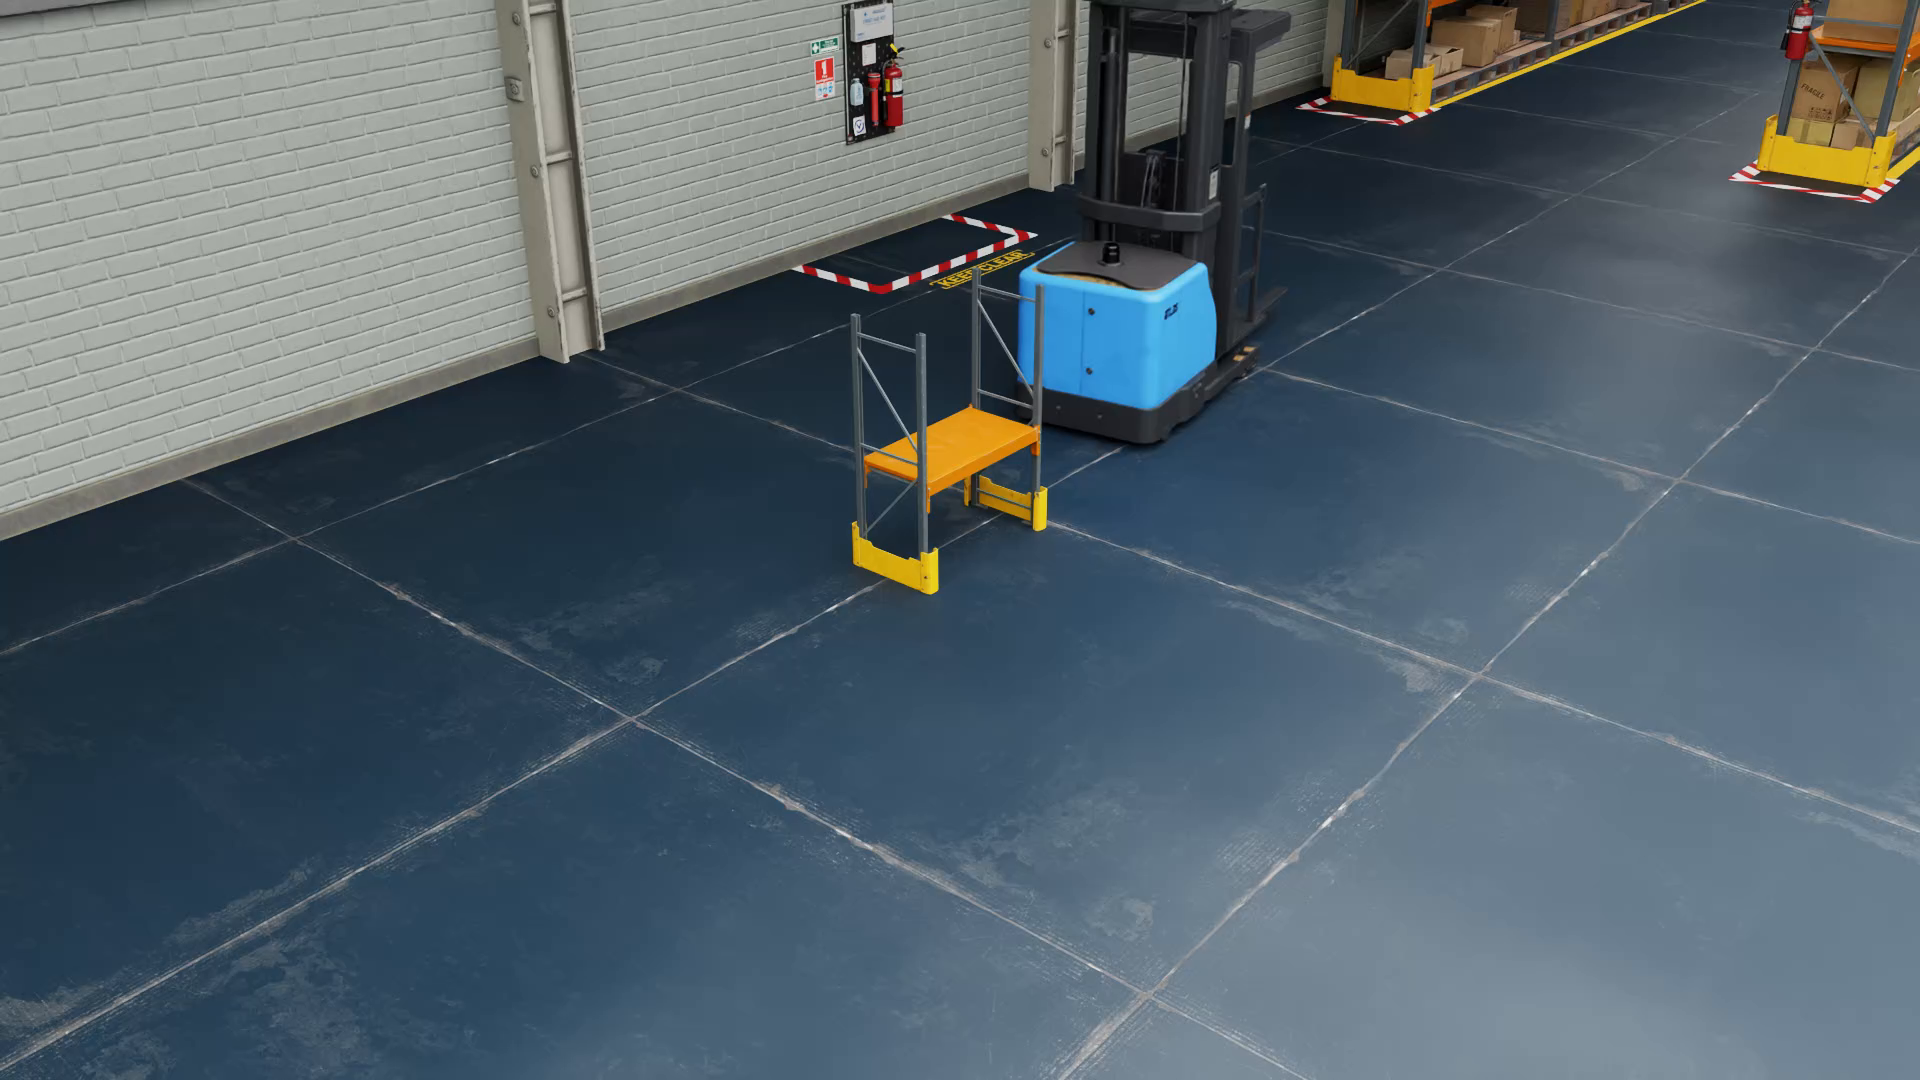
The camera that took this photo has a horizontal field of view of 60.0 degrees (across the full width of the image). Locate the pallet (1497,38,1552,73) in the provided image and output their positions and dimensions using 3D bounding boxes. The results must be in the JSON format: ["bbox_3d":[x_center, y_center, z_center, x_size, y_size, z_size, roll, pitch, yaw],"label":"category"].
[{"bbox_3d":[7.084,-6.434,21.957,1.003,0.211,1.213,21,34,34],"label":"pallet"}]

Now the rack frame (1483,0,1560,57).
[{"bbox_3d":[7.484,-7.921,21.797,1.000,3.000,0.127,21,34,34],"label":"rack frame"}]

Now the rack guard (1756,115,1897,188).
[{"bbox_3d":[8.750,-3.938,16.817,1.175,0.500,0.348,21,34,34],"label":"rack guard"}]

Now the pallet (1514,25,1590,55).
[{"bbox_3d":[7.978,-6.959,22.972,1.003,0.211,1.213,21,34,34],"label":"pallet"}]

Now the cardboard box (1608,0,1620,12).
[{"bbox_3d":[9.193,-8.005,24.201,0.700,0.500,0.500,21,34,34],"label":"cardboard box"}]

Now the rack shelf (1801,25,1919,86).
[{"bbox_3d":[10.037,-5.446,17.795,1.077,0.370,4.000,21,34,34],"label":"rack shelf"}]

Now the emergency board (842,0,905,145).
[{"bbox_3d":[-0.700,-4.011,14.240,0.194,1.169,0.643,21,34,34],"label":"emergency board"}]

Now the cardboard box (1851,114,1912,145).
[{"bbox_3d":[9.593,-4.325,17.381,0.500,0.250,0.500,21,34,34],"label":"cardboard box"}]

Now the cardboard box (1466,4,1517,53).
[{"bbox_3d":[6.855,-6.626,21.536,0.500,0.500,0.500,18,32,31],"label":"cardboard box"}]

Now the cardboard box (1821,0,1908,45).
[{"bbox_3d":[9.072,-5.262,16.549,0.700,0.500,0.500,21,34,34],"label":"cardboard box"}]

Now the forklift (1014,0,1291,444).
[{"bbox_3d":[1.540,-2.567,11.523,1.130,2.935,3.031,15,31,26],"label":"forklift"}]

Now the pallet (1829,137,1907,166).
[{"bbox_3d":[9.219,-4.101,17.448,1.003,0.211,1.213,21,34,34],"label":"pallet"}]

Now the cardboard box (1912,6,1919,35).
[{"bbox_3d":[9.402,-5.450,16.912,0.700,0.500,0.500,22,34,36],"label":"cardboard box"}]

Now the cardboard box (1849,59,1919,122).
[{"bbox_3d":[9.594,-4.658,17.208,0.500,0.500,0.500,21,34,34],"label":"cardboard box"}]

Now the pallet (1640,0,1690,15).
[{"bbox_3d":[10.588,-8.358,25.677,1.003,0.211,1.213,21,34,34],"label":"pallet"}]

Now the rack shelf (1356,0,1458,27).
[{"bbox_3d":[6.212,-6.892,20.591,1.077,0.370,4.000,21,34,34],"label":"rack shelf"}]

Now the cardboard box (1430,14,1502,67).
[{"bbox_3d":[6.317,-6.254,20.817,0.700,0.500,0.500,18,33,31],"label":"cardboard box"}]

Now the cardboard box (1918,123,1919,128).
[{"bbox_3d":[10.233,-4.678,18.064,0.500,0.250,0.500,21,34,34],"label":"cardboard box"}]

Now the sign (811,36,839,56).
[{"bbox_3d":[-1.121,-4.096,13.787,0.001,0.109,0.331,21,34,34],"label":"sign"}]

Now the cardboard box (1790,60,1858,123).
[{"bbox_3d":[8.876,-4.632,17.158,0.500,0.500,0.500,21,34,34],"label":"cardboard box"}]

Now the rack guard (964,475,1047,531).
[{"bbox_3d":[0.268,-0.261,9.982,0.587,0.250,0.087,21,34,34],"label":"rack guard"}]

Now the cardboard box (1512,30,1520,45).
[{"bbox_3d":[7.167,-6.659,21.963,0.380,0.166,0.250,16,31,28],"label":"cardboard box"}]

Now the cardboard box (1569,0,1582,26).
[{"bbox_3d":[8.230,-7.470,23.166,0.700,0.500,0.500,20,33,33],"label":"cardboard box"}]

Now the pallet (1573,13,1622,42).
[{"bbox_3d":[8.754,-7.393,23.812,1.003,0.211,1.213,21,34,34],"label":"pallet"}]

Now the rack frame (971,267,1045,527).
[{"bbox_3d":[0.269,-0.816,9.695,0.500,1.500,0.032,21,34,34],"label":"rack frame"}]

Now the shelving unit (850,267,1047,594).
[{"bbox_3d":[-0.048,-0.639,9.353,0.587,1.500,1.083,21,34,34],"label":"shelving unit"}]

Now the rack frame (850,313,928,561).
[{"bbox_3d":[-0.378,-0.456,8.999,0.500,1.500,0.032,21,34,34],"label":"rack frame"}]

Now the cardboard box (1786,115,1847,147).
[{"bbox_3d":[8.878,-4.298,17.329,0.500,0.250,0.500,21,34,34],"label":"cardboard box"}]

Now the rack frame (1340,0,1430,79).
[{"bbox_3d":[4.940,-6.503,19.055,1.000,3.000,0.127,21,34,34],"label":"rack frame"}]

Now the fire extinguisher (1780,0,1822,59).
[{"bbox_3d":[8.331,-5.116,16.459,0.296,0.674,0.183,21,34,34],"label":"fire extinguisher"}]

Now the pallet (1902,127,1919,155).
[{"bbox_3d":[9.995,-4.532,18.280,1.003,0.211,1.213,21,34,34],"label":"pallet"}]

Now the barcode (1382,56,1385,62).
[{"bbox_3d":[5.152,-5.850,20.232,0.001,0.075,0.075,21,34,34],"label":"barcode"}]

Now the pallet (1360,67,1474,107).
[{"bbox_3d":[5.532,-5.569,20.285,1.003,0.211,1.213,21,34,34],"label":"pallet"}]

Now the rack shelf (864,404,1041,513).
[{"bbox_3d":[-0.054,-0.476,9.430,0.538,0.185,1.000,21,34,34],"label":"rack shelf"}]

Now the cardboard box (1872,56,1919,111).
[{"bbox_3d":[9.902,-4.839,17.558,0.500,0.500,0.500,21,34,34],"label":"cardboard box"}]

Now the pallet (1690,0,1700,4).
[{"bbox_3d":[11.364,-8.789,26.509,1.003,0.211,1.213,21,34,34],"label":"pallet"}]

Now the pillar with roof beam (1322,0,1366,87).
[{"bbox_3d":[8.040,-8.410,16.213,9.100,9.000,0.400,21,34,34],"label":"pillar with roof beam"}]

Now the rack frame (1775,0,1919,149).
[{"bbox_3d":[8.765,-5.056,16.259,1.000,3.000,0.127,21,34,34],"label":"rack frame"}]

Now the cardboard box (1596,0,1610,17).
[{"bbox_3d":[8.899,-7.821,23.845,0.700,0.500,0.500,21,34,34],"label":"cardboard box"}]

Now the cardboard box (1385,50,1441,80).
[{"bbox_3d":[5.450,-5.723,19.995,0.500,0.311,0.500,17,32,29],"label":"cardboard box"}]

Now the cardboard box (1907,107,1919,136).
[{"bbox_3d":[9.911,-4.502,17.724,0.500,0.250,0.500,21,34,34],"label":"cardboard box"}]

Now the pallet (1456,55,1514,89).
[{"bbox_3d":[6.309,-5.999,21.117,1.003,0.211,1.213,21,34,34],"label":"pallet"}]

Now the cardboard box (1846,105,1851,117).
[{"bbox_3d":[9.187,-4.479,17.679,0.500,0.250,0.500,21,34,34],"label":"cardboard box"}]

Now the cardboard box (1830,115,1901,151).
[{"bbox_3d":[9.278,-4.147,17.036,0.500,0.250,0.500,21,34,34],"label":"cardboard box"}]

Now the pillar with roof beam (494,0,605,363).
[{"bbox_3d":[0.407,-4.155,7.989,9.100,9.000,0.400,21,34,34],"label":"pillar with roof beam"}]

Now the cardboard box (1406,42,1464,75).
[{"bbox_3d":[5.812,-5.925,20.386,0.500,0.311,0.500,24,36,38],"label":"cardboard box"}]

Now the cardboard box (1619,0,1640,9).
[{"bbox_3d":[9.611,-8.154,24.489,0.700,0.500,0.500,21,34,35],"label":"cardboard box"}]

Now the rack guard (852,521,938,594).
[{"bbox_3d":[-0.365,0.093,9.299,0.587,0.250,0.087,21,34,34],"label":"rack guard"}]

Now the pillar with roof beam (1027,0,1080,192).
[{"bbox_3d":[4.223,-6.283,12.101,9.100,9.000,0.400,21,34,34],"label":"pillar with roof beam"}]

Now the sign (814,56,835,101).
[{"bbox_3d":[-1.131,-3.861,13.911,0.001,0.329,0.234,21,34,34],"label":"sign"}]

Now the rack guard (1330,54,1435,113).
[{"bbox_3d":[4.988,-5.419,19.682,1.175,0.500,0.348,21,34,34],"label":"rack guard"}]

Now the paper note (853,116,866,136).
[{"bbox_3d":[-0.866,-3.578,14.360,0.016,0.148,0.142,21,34,34],"label":"paper note"}]

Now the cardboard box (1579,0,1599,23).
[{"bbox_3d":[8.585,-7.639,23.493,0.700,0.500,0.500,21,34,35],"label":"cardboard box"}]

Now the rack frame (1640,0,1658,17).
[{"bbox_3d":[10.029,-9.339,24.538,1.000,3.000,0.127,21,34,34],"label":"rack frame"}]

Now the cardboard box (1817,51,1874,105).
[{"bbox_3d":[9.501,-4.991,17.852,0.500,0.500,0.500,21,34,34],"label":"cardboard box"}]

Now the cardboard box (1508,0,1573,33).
[{"bbox_3d":[7.940,-7.272,22.784,0.700,0.500,0.500,22,35,36],"label":"cardboard box"}]

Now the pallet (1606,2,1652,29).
[{"bbox_3d":[9.530,-7.824,24.644,1.003,0.211,1.213,21,34,34],"label":"pallet"}]
